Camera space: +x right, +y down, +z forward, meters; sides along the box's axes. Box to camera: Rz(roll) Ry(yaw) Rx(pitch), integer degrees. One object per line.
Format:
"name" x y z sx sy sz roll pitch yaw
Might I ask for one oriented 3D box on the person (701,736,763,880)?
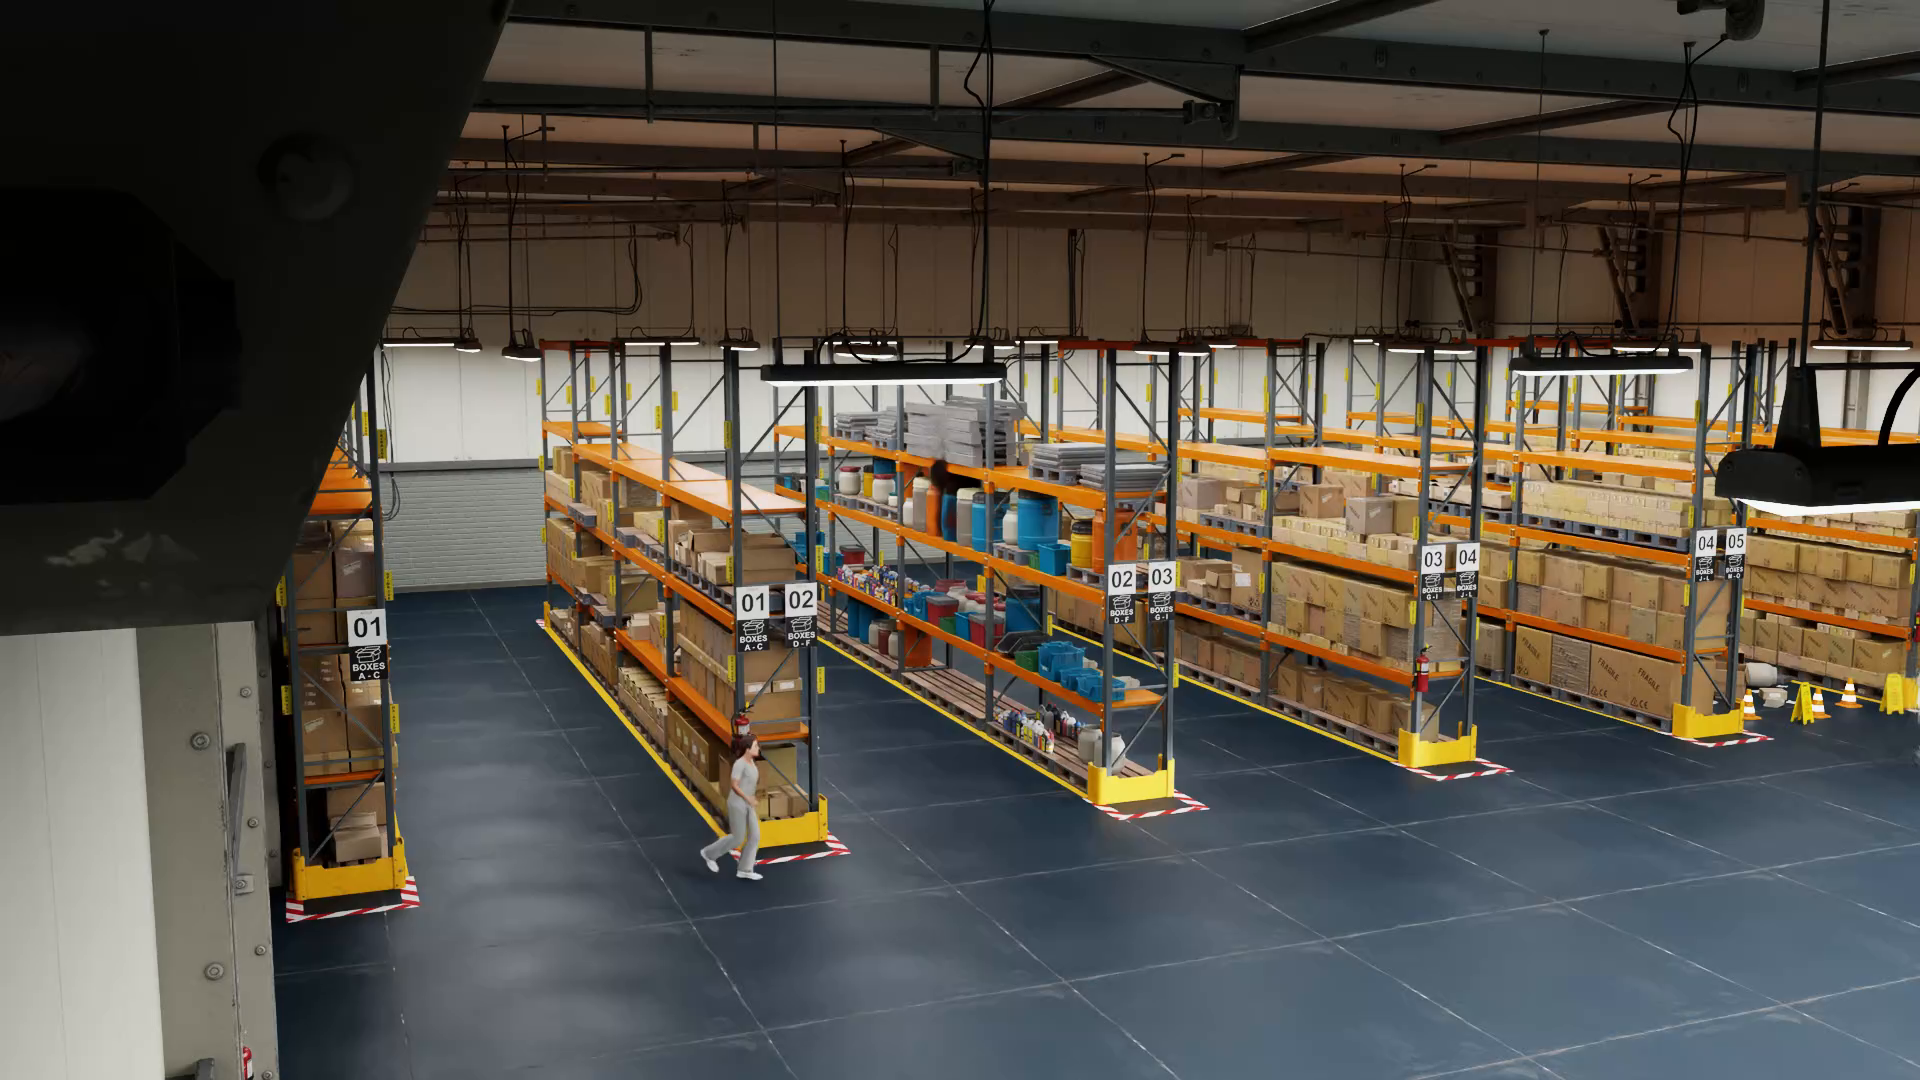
"person" -2.579 3.053 19.137 0.748 1.632 0.570 2 8 17

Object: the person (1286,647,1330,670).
"person" 6.486 1.575 30.815 0.643 1.612 0.976 -7 10 -44
